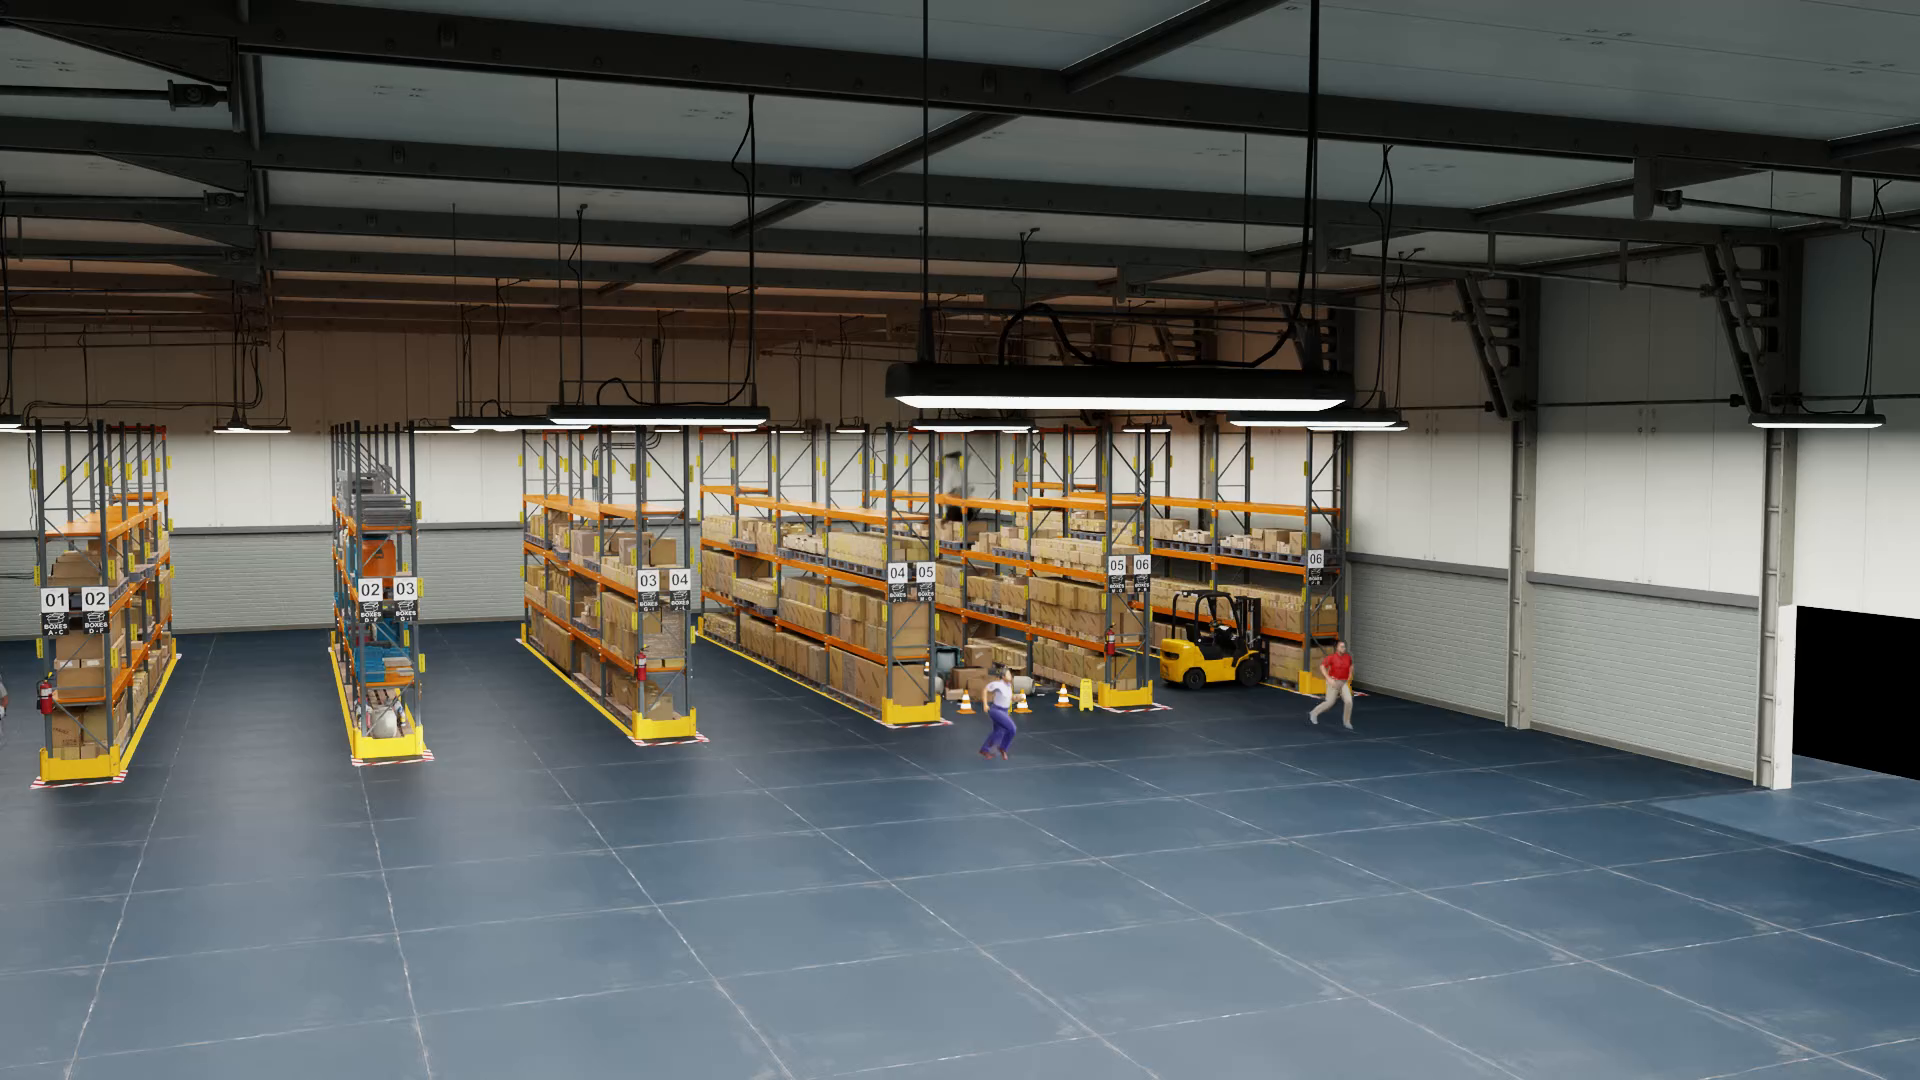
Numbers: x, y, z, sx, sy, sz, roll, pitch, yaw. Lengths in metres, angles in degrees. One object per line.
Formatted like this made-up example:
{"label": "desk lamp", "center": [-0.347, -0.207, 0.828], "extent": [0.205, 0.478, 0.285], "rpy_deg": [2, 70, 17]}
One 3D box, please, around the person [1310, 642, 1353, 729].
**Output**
{"label": "person", "center": [7.390, 2.865, 32.731], "extent": [0.884, 1.737, 0.697], "rpy_deg": [-2, 4, -26]}

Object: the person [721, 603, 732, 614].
{"label": "person", "center": [-6.945, 1.773, 50.149], "extent": [0.544, 1.734, 0.856], "rpy_deg": [2, 4, 31]}

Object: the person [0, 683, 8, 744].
{"label": "person", "center": [-16.725, 3.059, 28.590], "extent": [0.672, 1.736, 0.598], "rpy_deg": [-2, 4, -34]}

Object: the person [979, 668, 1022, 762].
{"label": "person", "center": [0.705, 3.077, 29.287], "extent": [0.784, 1.644, 0.630], "rpy_deg": [2, 4, 24]}
